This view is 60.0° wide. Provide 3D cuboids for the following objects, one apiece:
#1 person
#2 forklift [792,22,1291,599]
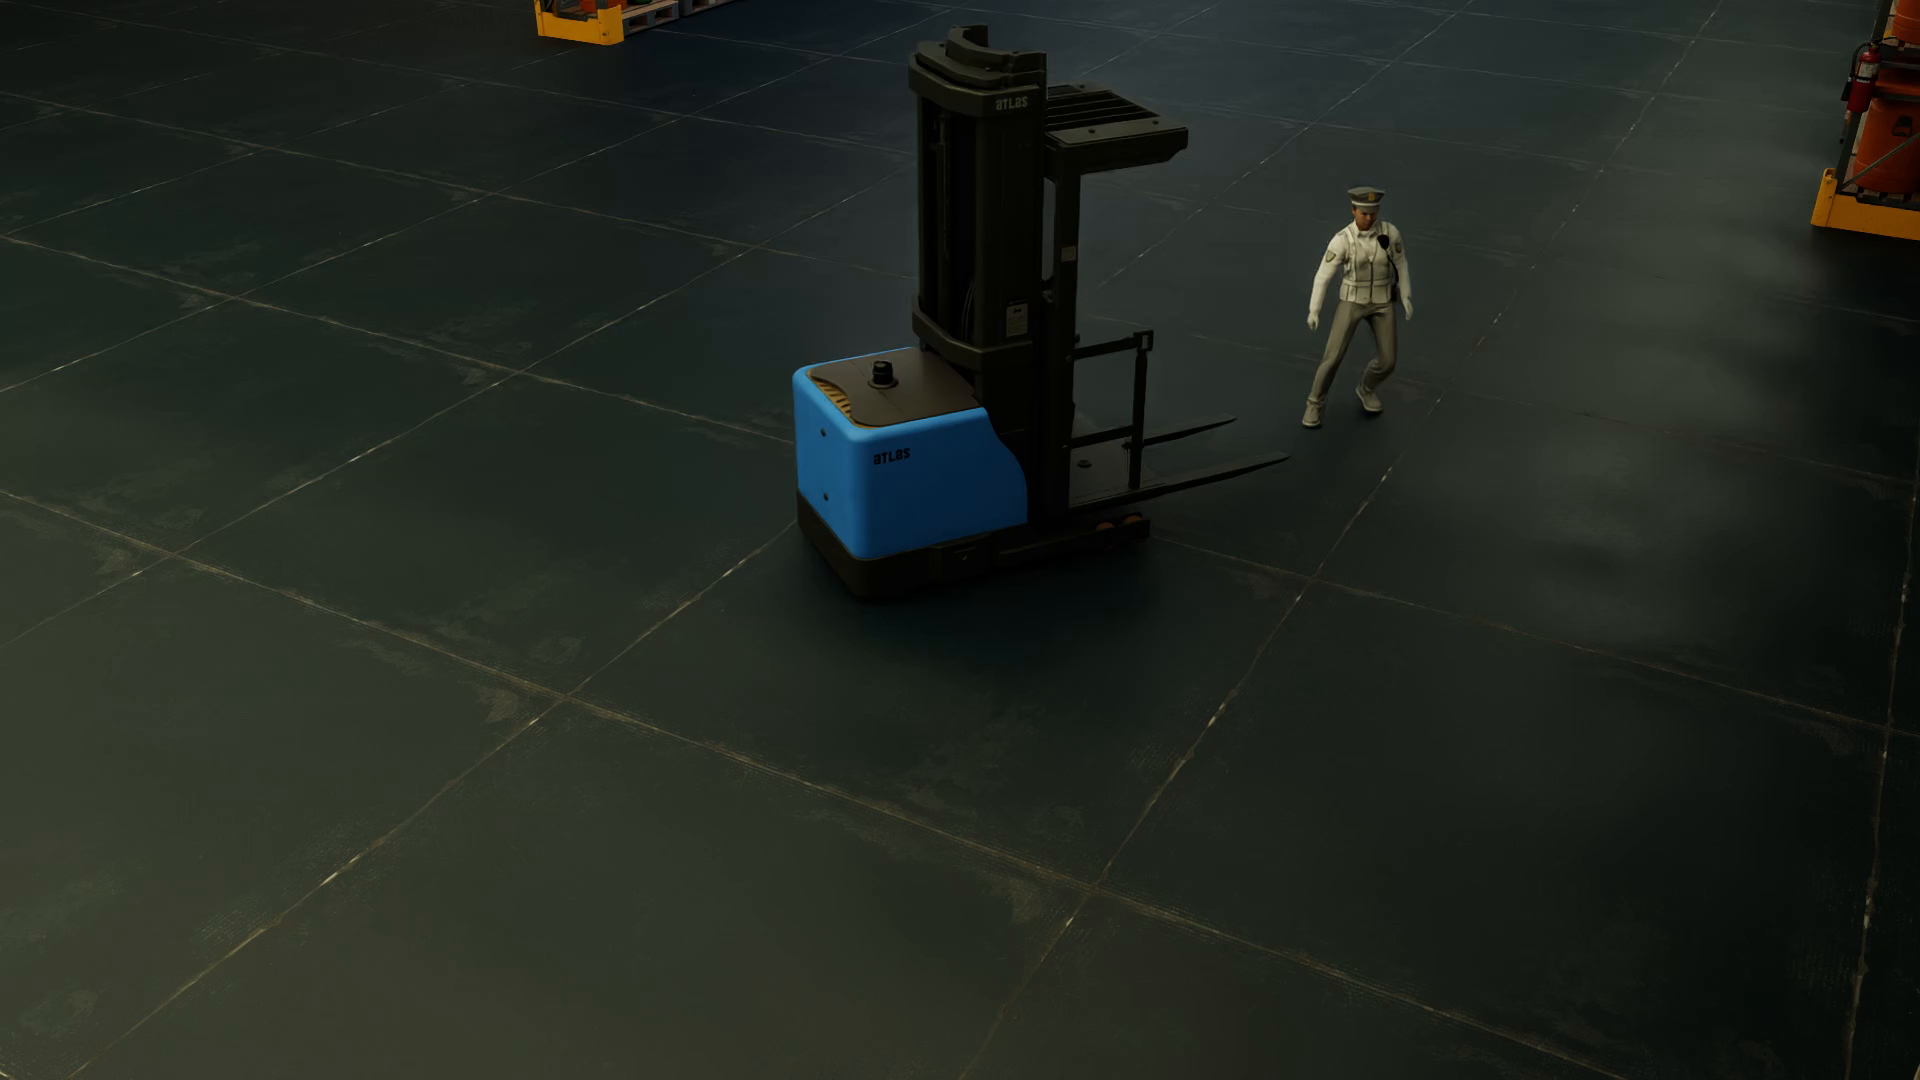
[{"bbox_3d":[2.668,-1.562,11.110,0.708,1.588,0.480,0,30,0],"label":"person"},{"bbox_3d":[0.576,-1.431,9.550,3.031,2.935,1.130,-13,33,-22],"label":"forklift"}]
